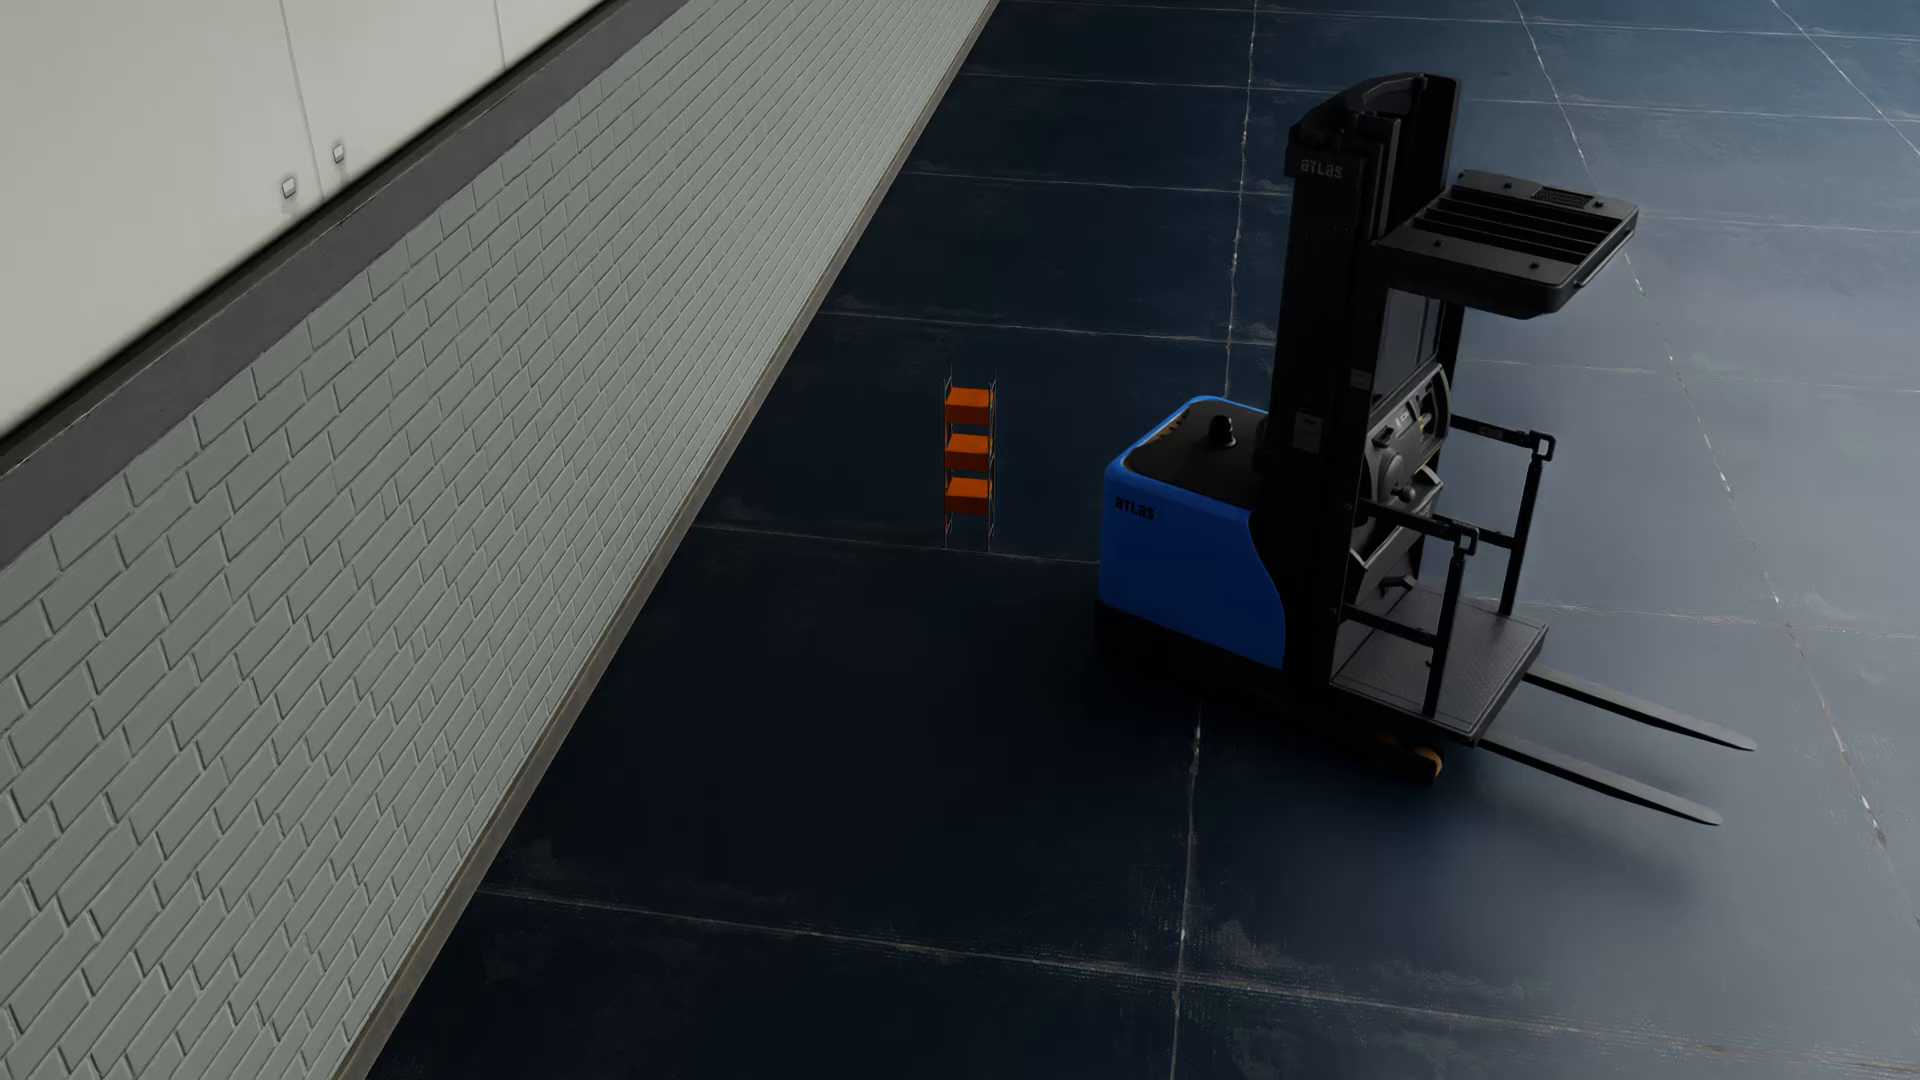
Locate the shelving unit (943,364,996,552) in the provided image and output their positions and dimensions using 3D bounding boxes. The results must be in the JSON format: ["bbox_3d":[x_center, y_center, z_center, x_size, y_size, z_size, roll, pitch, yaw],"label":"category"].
[{"bbox_3d":[0.053,-0.440,9.138,0.252,1.050,0.215,5,32,8],"label":"shelving unit"}]

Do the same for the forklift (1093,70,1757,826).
[{"bbox_3d":[2.180,-0.446,7.373,3.031,2.935,1.130,20,37,29],"label":"forklift"}]

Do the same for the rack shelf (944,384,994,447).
[{"bbox_3d":[0.053,-0.672,8.993,0.240,0.259,0.215,5,32,8],"label":"rack shelf"}]

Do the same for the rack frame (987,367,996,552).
[{"bbox_3d":[0.173,-0.429,9.120,0.008,1.050,0.200,5,32,8],"label":"rack frame"}]

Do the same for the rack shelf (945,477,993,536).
[{"bbox_3d":[0.053,-0.196,9.291,0.240,0.259,0.215,5,32,8],"label":"rack shelf"}]

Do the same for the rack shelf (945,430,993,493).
[{"bbox_3d":[0.053,-0.431,9.143,0.240,0.259,0.215,5,32,8],"label":"rack shelf"}]

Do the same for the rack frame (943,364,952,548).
[{"bbox_3d":[-0.068,-0.451,9.155,0.008,1.050,0.200,5,32,8],"label":"rack frame"}]
